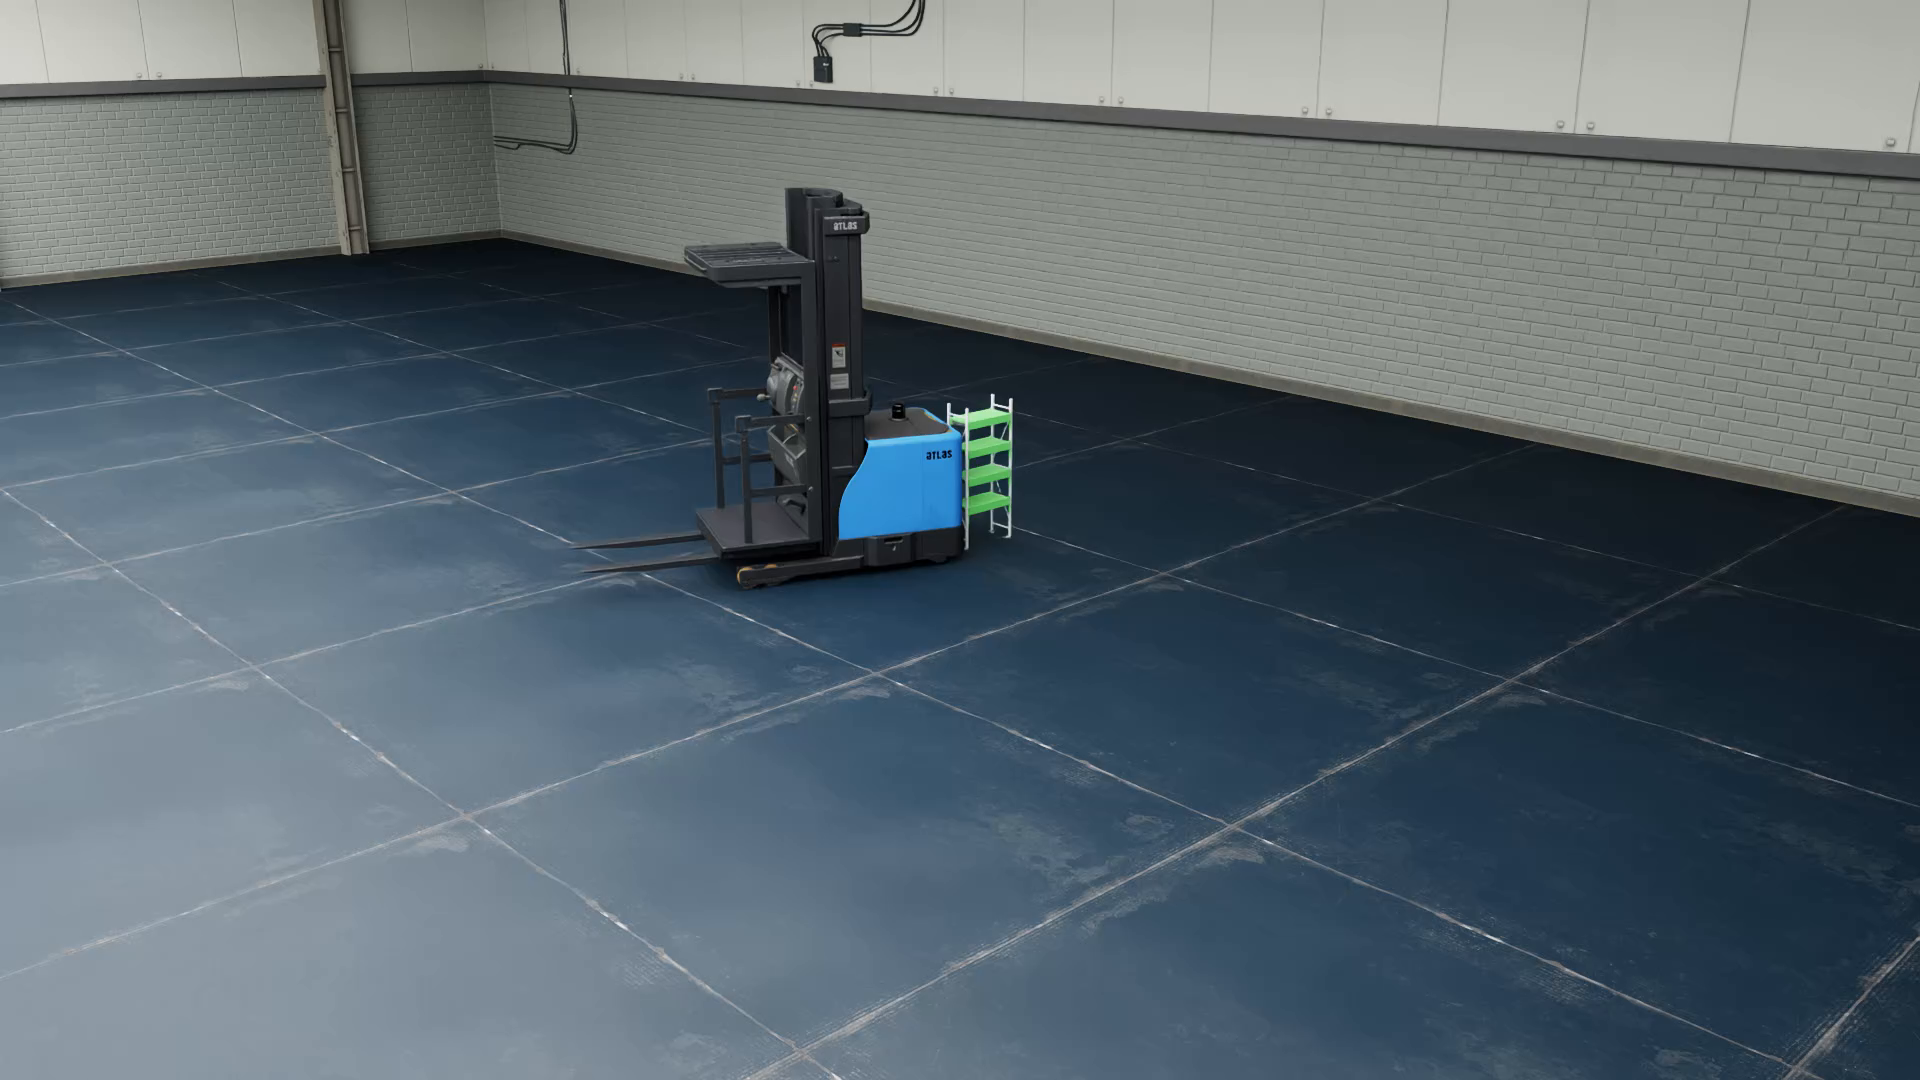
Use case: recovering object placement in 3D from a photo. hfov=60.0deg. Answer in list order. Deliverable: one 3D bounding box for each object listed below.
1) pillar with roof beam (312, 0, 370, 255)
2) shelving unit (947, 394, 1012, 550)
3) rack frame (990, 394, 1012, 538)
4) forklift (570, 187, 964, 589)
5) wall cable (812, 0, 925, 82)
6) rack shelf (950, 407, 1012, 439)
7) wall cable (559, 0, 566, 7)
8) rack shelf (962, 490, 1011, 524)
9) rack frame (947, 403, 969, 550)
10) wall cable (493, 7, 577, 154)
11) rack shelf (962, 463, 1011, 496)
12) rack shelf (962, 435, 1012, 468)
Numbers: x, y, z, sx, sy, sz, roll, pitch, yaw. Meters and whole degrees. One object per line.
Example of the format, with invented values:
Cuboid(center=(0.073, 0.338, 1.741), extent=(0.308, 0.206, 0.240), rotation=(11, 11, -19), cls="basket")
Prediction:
Cuboid(center=(-7.901, -8.465, 25.502), extent=(0.400, 9.000, 9.100), rotation=(-16, 24, -41), cls="pillar with roof beam")
Cuboid(center=(0.164, -0.566, 13.784), extent=(0.503, 1.200, 0.258), rotation=(-16, 24, -40), cls="shelving unit")
Cuboid(center=(0.345, -0.616, 13.940), extent=(0.015, 1.200, 0.240), rotation=(-16, 24, -40), cls="rack frame")
Cuboid(center=(-1.543, -1.202, 12.938), extent=(3.031, 2.935, 1.130), rotation=(-6, 19, -19), cls="forklift")
Cuboid(center=(-1.299, -9.244, 22.392), extent=(0.169, 6.003, 2.305), rotation=(-16, 24, -41), cls="wall cable")
Cuboid(center=(0.164, -0.961, 13.656), extent=(0.480, 0.148, 0.258), rotation=(-16, 24, -40), cls="rack shelf")
Cuboid(center=(-5.951, -10.076, 27.319), extent=(0.112, 2.526, 3.097), rotation=(-16, 24, -41), cls="wall cable")
Cuboid(center=(0.164, -0.277, 13.878), extent=(0.480, 0.148, 0.258), rotation=(-16, 24, -40), cls="rack shelf")
Cuboid(center=(-0.017, -0.515, 13.628), extent=(0.015, 1.200, 0.240), rotation=(-16, 24, -40), cls="rack frame")
Cuboid(center=(-7.809, -8.280, 29.968), extent=(0.112, 2.526, 3.097), rotation=(-16, 24, -41), cls="wall cable")
Cuboid(center=(0.164, -0.505, 13.804), extent=(0.480, 0.148, 0.258), rotation=(-16, 24, -40), cls="rack shelf")
Cuboid(center=(0.164, -0.733, 13.730), extent=(0.480, 0.148, 0.258), rotation=(-16, 24, -40), cls="rack shelf")
